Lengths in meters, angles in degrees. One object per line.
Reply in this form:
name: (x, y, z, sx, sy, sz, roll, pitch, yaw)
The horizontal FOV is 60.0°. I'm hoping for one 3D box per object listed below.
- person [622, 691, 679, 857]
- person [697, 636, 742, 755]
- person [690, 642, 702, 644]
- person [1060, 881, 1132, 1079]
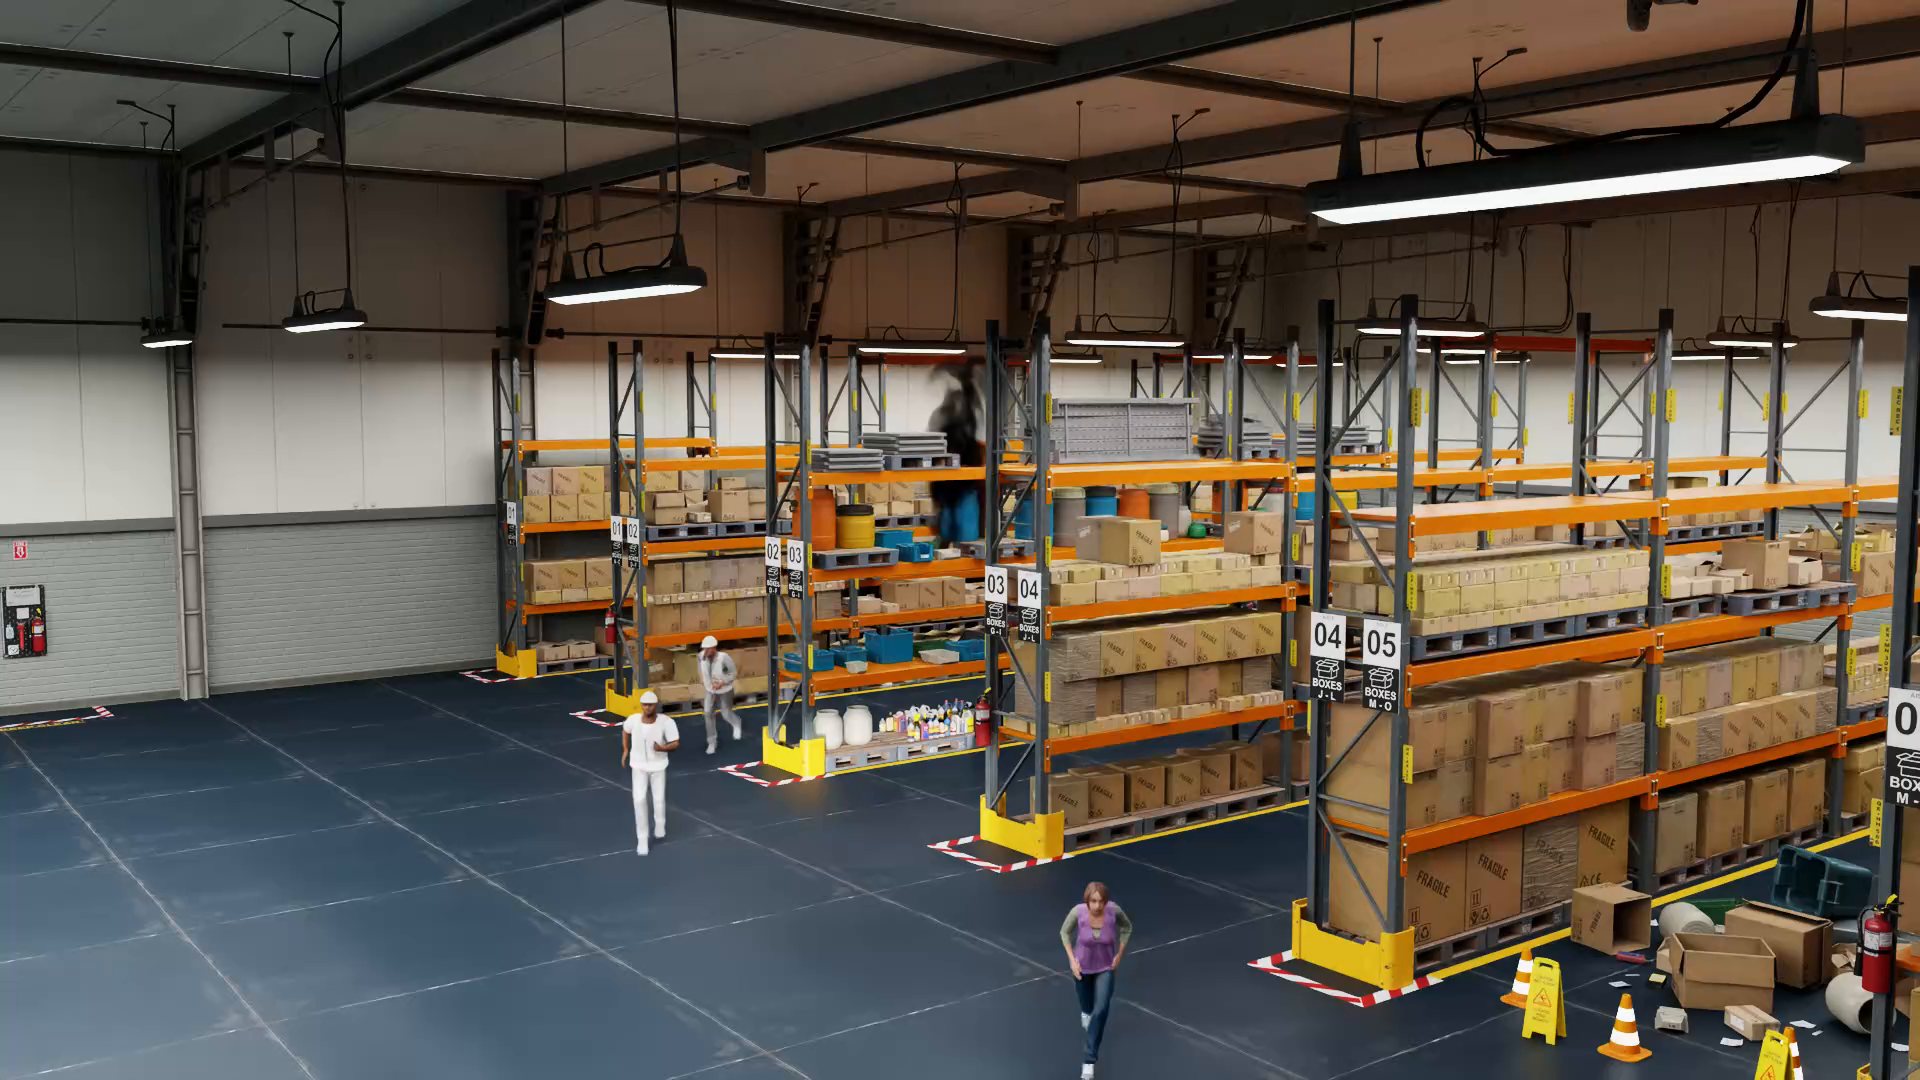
person: (-3.525, 2.613, 18.941, 0.677, 1.818, 0.877, 0, 5, -5)
person: (-3.486, 2.211, 24.264, 0.696, 1.732, 1.048, 2, 5, 22)
person: (-4.528, 1.836, 29.224, 1.032, 1.627, 0.642, -4, 6, -35)
person: (1.034, 3.300, 12.822, 0.549, 1.548, 0.864, 0, 5, -3)
